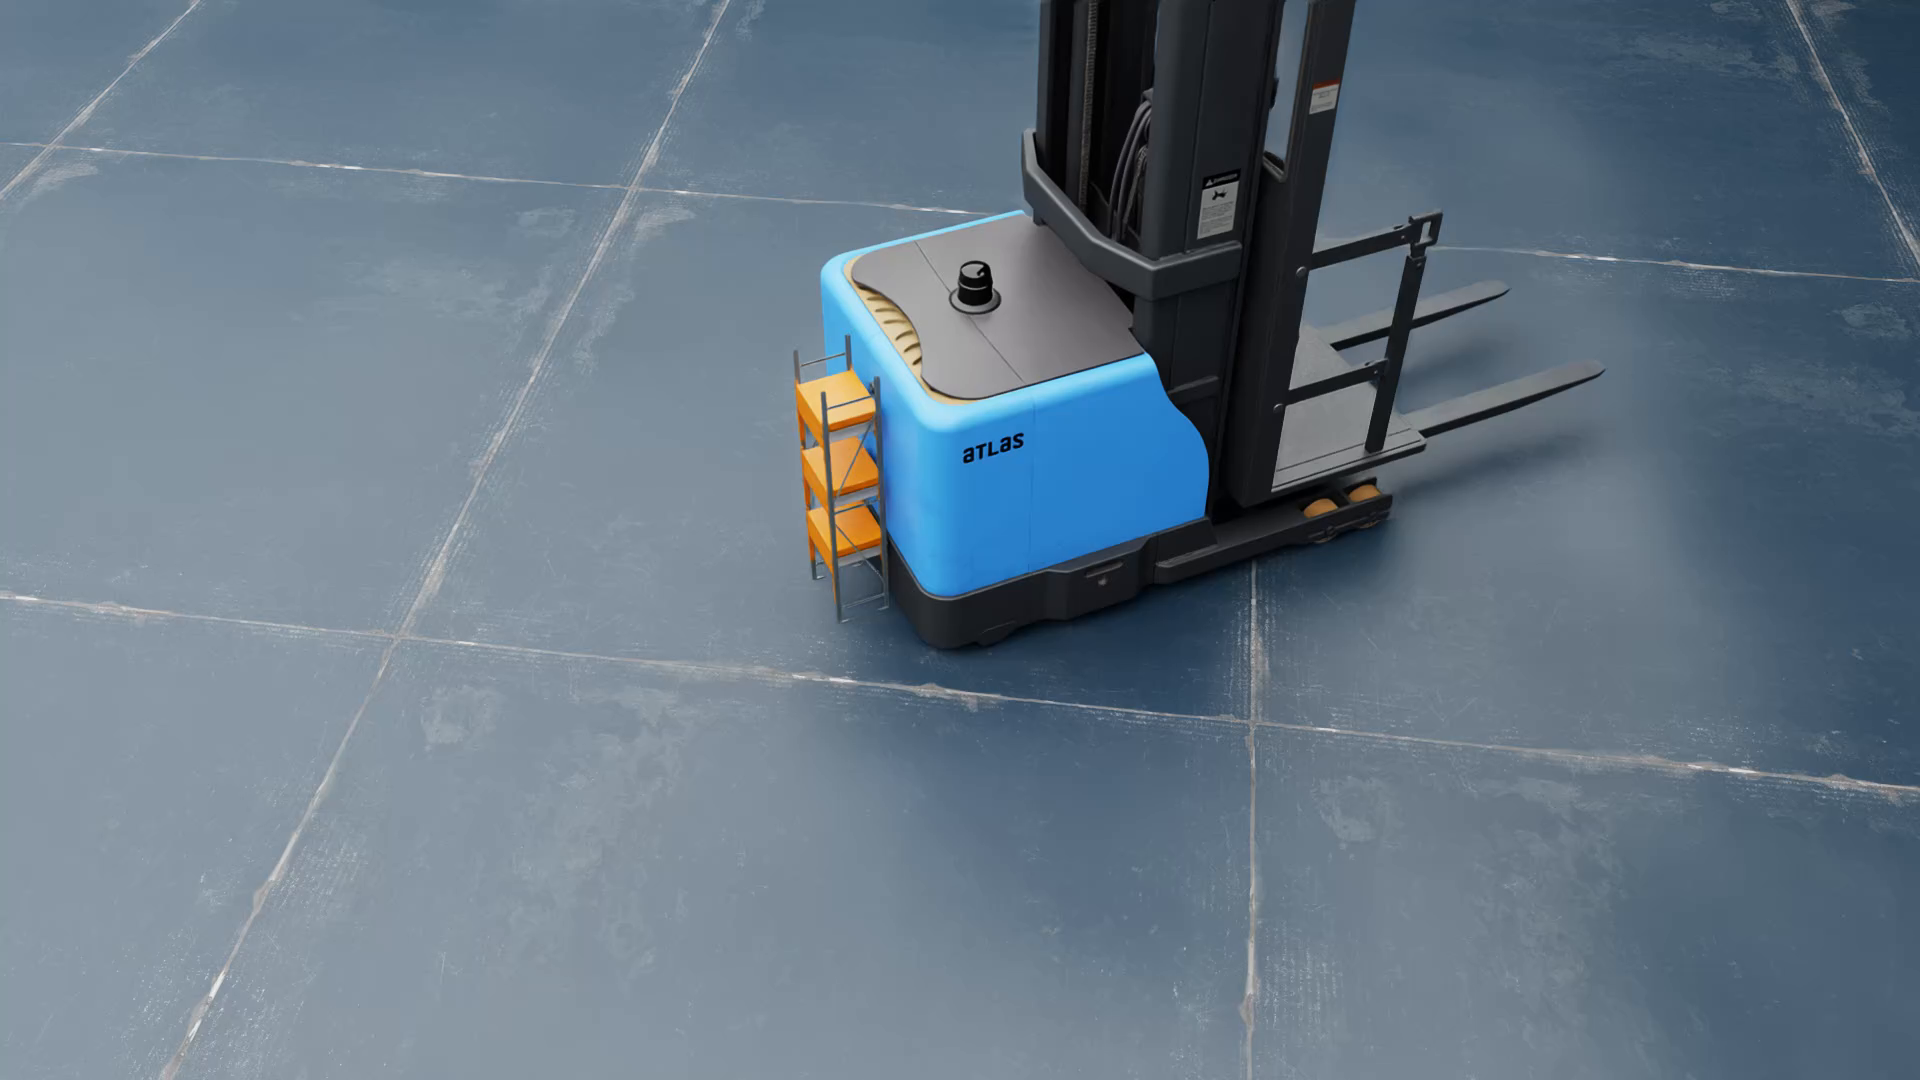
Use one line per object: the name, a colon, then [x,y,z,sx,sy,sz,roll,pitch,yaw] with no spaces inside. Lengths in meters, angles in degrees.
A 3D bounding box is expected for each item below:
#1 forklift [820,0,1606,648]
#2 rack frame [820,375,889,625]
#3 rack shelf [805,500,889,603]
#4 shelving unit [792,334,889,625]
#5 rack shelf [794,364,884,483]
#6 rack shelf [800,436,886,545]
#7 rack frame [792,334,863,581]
forklift: [1.068,-1.369,5.564,3.031,2.935,1.130,-17,46,-17]
rack frame: [-0.347,-0.110,5.603,0.200,1.050,0.008,-18,46,-18]
rack shelf: [-0.398,0.023,5.881,0.215,0.259,0.240,-18,46,-18]
shelving unit: [-0.398,-0.186,5.683,0.215,1.050,0.252,-18,46,-18]
rack shelf: [-0.398,-0.385,5.495,0.215,0.259,0.240,-18,46,-18]
rack shelf: [-0.398,-0.179,5.690,0.215,0.259,0.240,-18,46,-18]
rack frame: [-0.450,-0.262,5.763,0.200,1.050,0.008,-18,46,-18]
